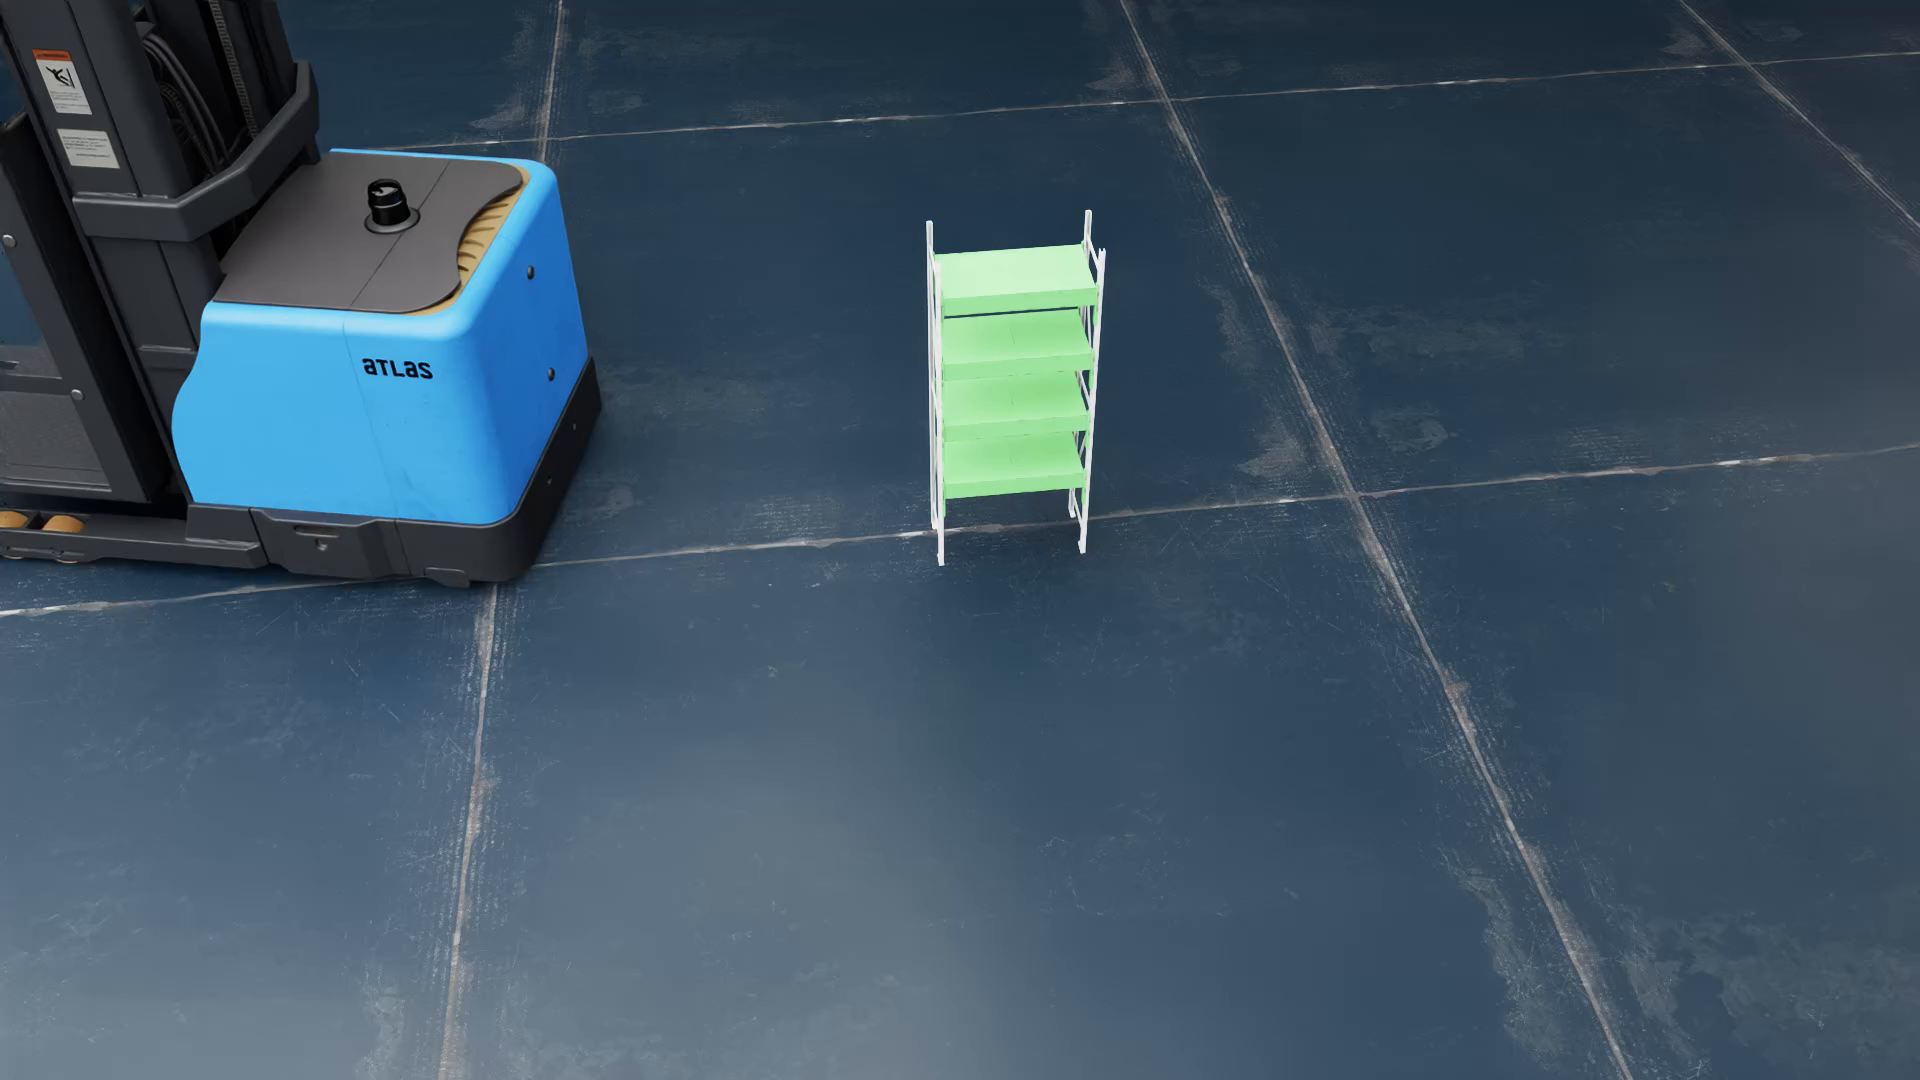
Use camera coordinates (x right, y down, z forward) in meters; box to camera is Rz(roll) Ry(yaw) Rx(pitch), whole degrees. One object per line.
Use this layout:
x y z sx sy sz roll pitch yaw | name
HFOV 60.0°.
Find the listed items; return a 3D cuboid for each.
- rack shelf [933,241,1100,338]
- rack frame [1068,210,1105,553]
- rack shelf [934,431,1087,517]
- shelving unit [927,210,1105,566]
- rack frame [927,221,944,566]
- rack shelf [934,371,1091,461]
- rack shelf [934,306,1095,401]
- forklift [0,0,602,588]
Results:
0.164 -0.769 5.085 0.480 0.148 0.258 -5 42 -6 | rack shelf
0.406 -0.481 5.388 0.015 1.200 0.240 -5 42 -6 | rack frame
0.164 -0.234 5.568 0.480 0.148 0.258 -5 42 -6 | rack shelf
0.164 -0.460 5.364 0.503 1.200 0.258 -5 42 -6 | shelving unit
-0.078 -0.439 5.341 0.015 1.200 0.240 -5 42 -6 | rack frame
0.164 -0.412 5.407 0.480 0.148 0.258 -5 42 -6 | rack shelf
0.164 -0.591 5.246 0.480 0.148 0.258 -5 42 -6 | rack shelf
-2.887 -1.355 5.064 3.031 2.935 1.130 4 42 5 | forklift
